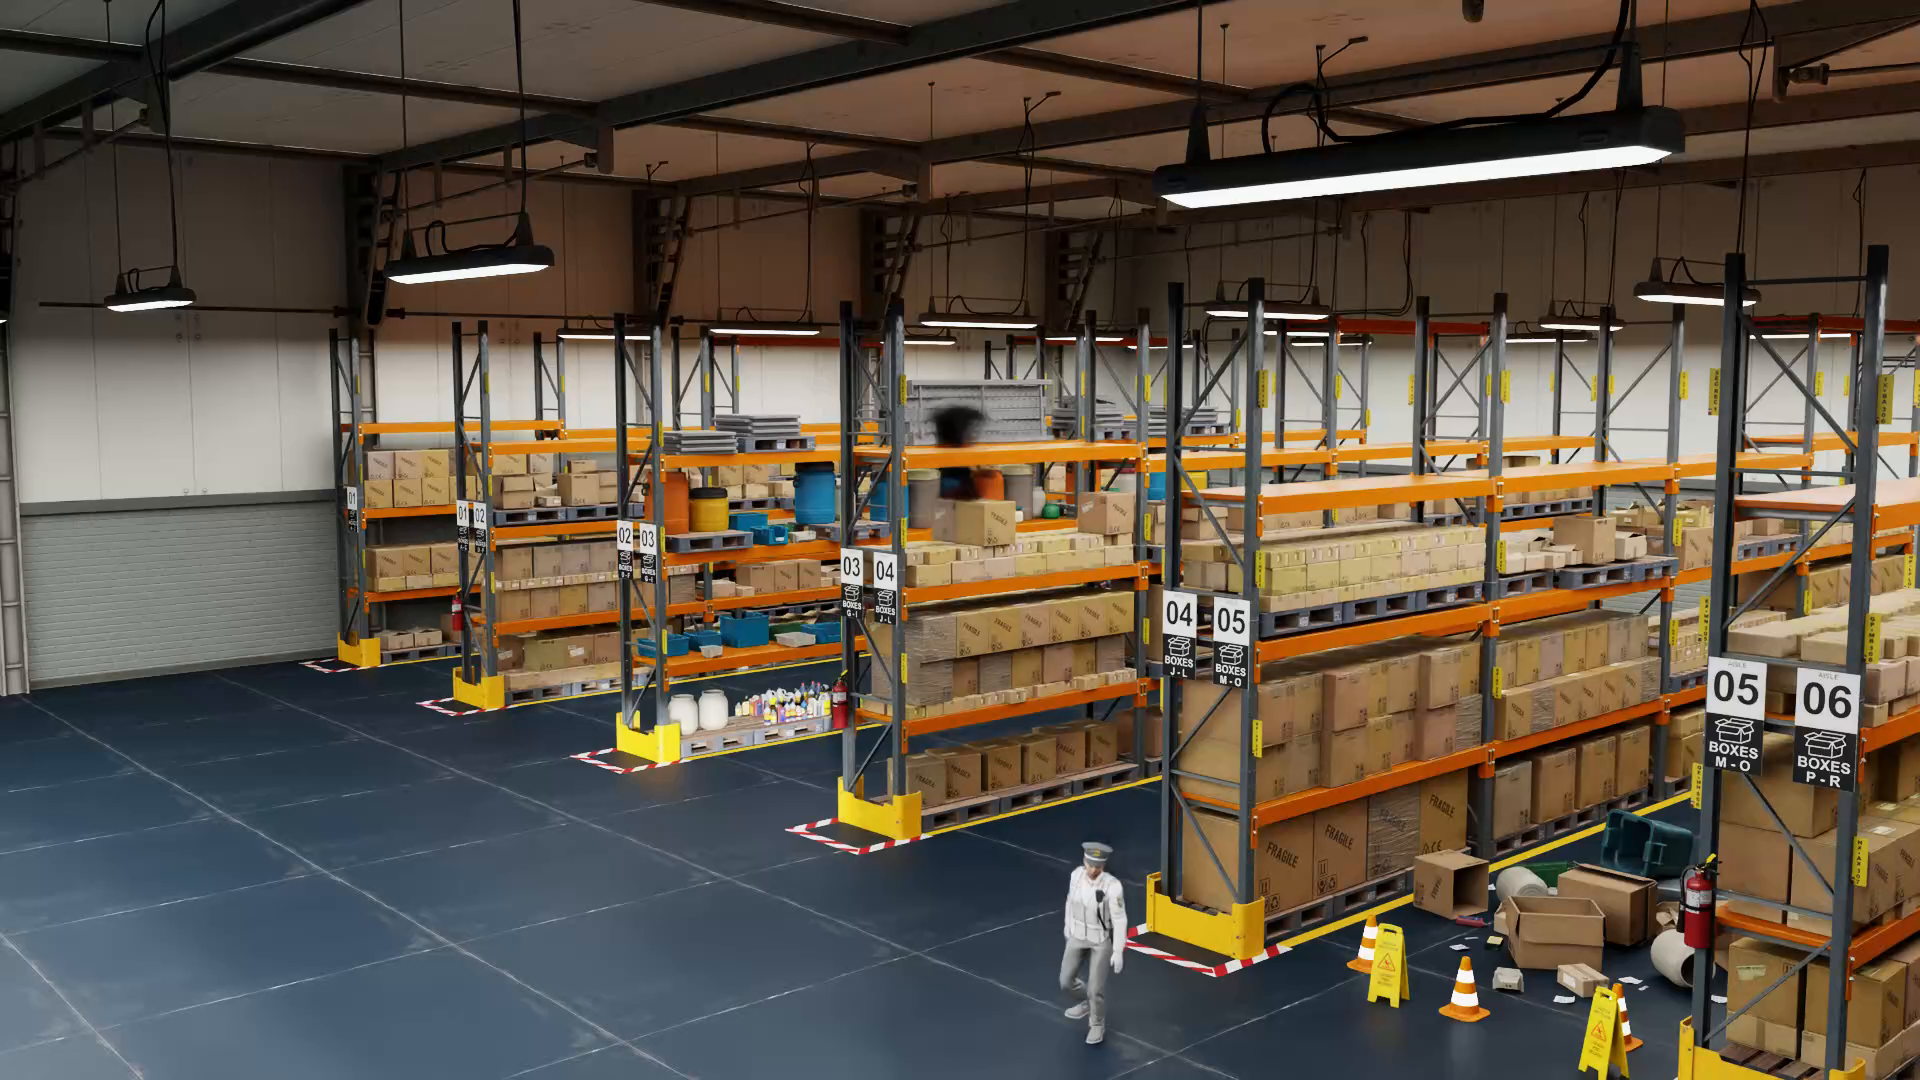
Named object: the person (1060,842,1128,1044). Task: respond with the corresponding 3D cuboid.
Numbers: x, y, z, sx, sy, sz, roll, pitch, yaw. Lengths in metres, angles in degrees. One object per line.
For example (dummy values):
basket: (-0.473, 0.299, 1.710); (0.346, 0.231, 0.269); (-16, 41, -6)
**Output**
person: (1.041, 3.093, 12.875); (0.619, 1.624, 0.568); (3, 6, 27)
